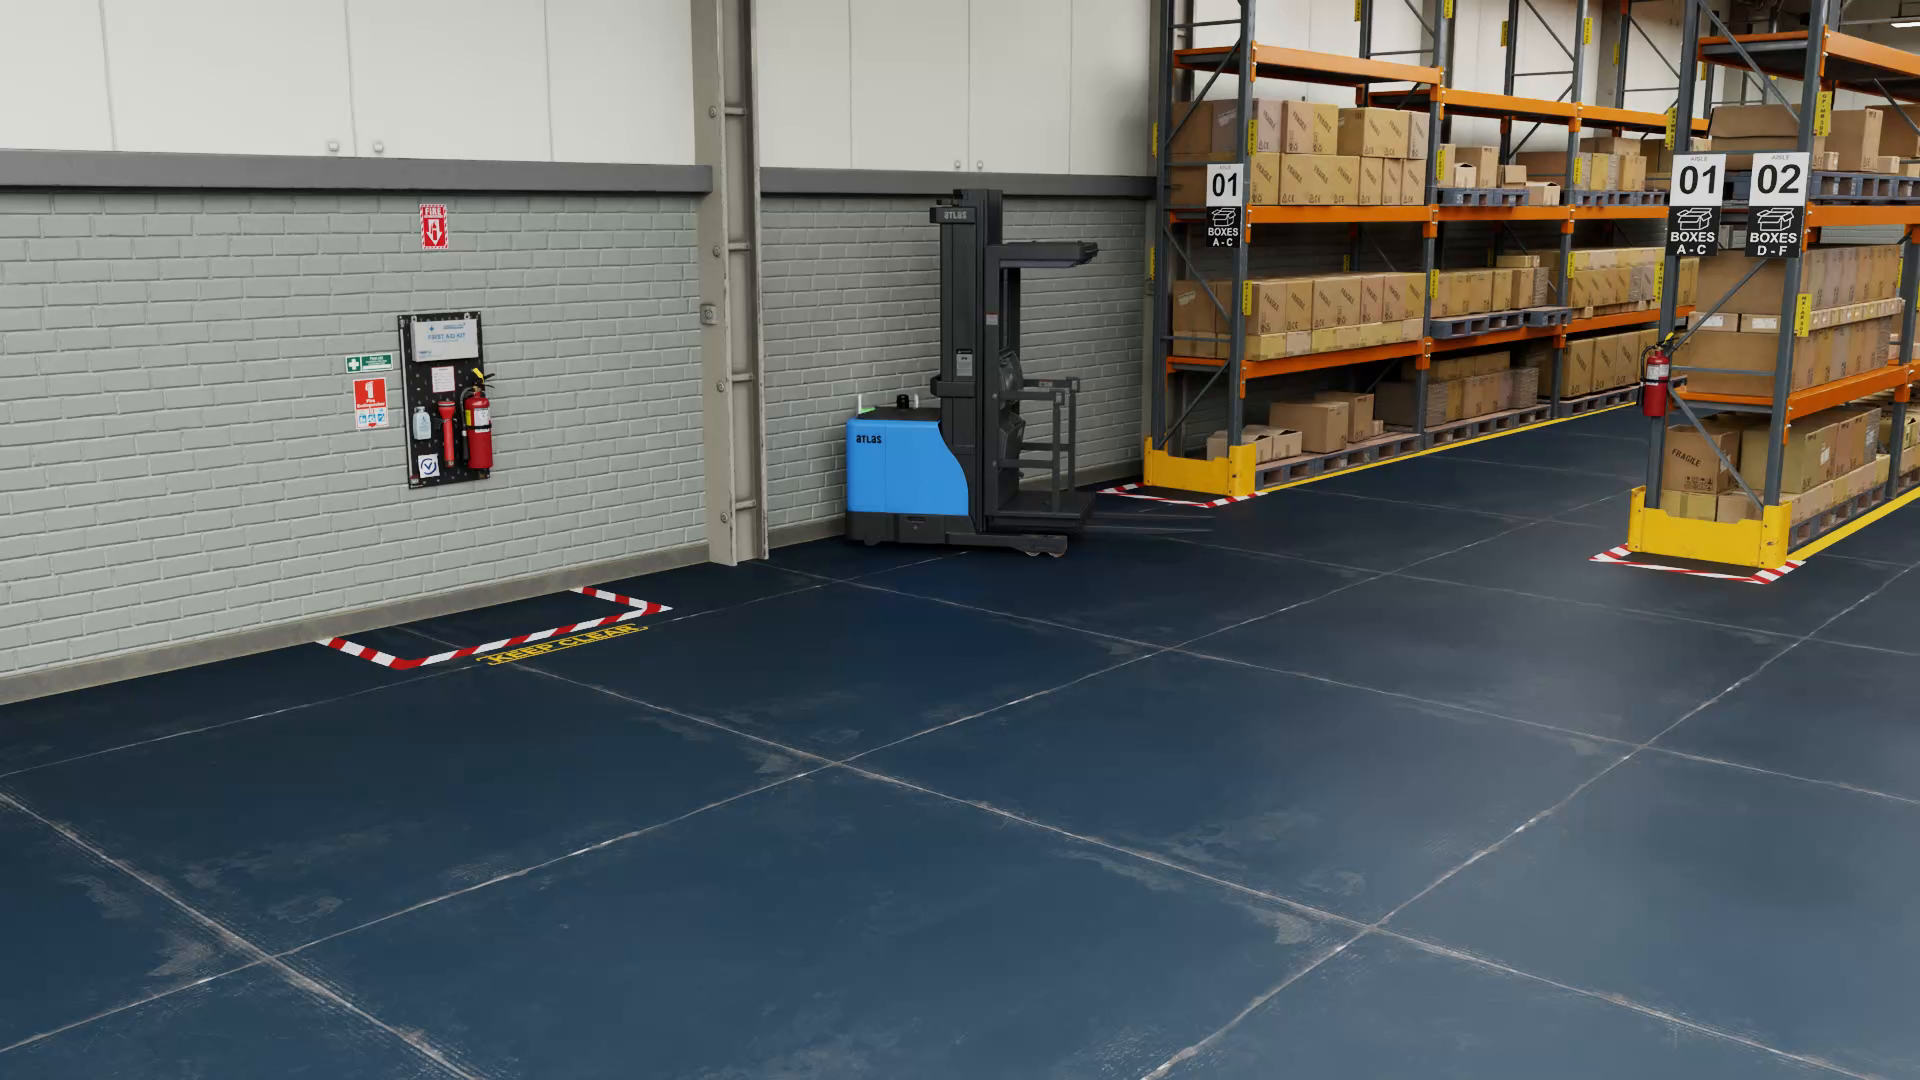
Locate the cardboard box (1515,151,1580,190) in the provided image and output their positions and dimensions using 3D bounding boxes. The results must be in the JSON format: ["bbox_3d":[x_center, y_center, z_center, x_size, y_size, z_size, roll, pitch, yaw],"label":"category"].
[{"bbox_3d":[7.910,-4.971,22.406,0.700,0.500,0.500,8,14,36],"label":"cardboard box"}]

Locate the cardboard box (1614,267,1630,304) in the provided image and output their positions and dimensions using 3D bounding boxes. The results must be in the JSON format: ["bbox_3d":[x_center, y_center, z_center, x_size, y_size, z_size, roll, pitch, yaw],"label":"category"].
[{"bbox_3d":[9.171,-3.628,23.650,0.500,0.500,0.500,10,15,42],"label":"cardboard box"}]

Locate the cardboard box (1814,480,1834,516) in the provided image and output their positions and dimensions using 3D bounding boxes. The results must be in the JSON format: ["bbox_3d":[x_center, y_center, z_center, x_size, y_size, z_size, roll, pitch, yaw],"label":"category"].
[{"bbox_3d":[7.260,-0.397,14.486,0.500,0.250,0.500,10,15,40],"label":"cardboard box"}]

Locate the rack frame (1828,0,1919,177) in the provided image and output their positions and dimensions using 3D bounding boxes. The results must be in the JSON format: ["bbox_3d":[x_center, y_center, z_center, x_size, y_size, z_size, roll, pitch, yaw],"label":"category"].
[{"bbox_3d":[8.722,-4.872,15.627,1.000,3.000,0.127,10,15,40],"label":"rack frame"}]

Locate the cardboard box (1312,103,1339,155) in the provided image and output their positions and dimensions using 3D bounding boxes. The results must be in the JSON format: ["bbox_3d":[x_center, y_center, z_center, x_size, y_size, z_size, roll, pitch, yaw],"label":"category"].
[{"bbox_3d":[3.494,-4.171,16.917,0.500,0.500,0.500,10,15,42],"label":"cardboard box"}]

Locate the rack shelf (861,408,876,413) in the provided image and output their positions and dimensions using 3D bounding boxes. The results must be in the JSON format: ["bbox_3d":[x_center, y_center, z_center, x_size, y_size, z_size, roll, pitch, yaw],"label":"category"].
[{"bbox_3d":[-0.621,-1.068,14.346,0.480,0.148,0.258,-1,7,-6],"label":"rack shelf"}]

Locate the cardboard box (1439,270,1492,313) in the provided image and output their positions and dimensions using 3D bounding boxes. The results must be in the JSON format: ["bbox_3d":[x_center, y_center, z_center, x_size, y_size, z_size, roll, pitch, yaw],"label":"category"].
[{"bbox_3d":[6.145,-3.087,20.631,0.500,0.500,0.700,-10,15,-40],"label":"cardboard box"}]

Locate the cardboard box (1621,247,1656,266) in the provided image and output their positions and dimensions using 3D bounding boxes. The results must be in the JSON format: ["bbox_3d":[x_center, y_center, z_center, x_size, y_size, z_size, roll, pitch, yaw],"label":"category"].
[{"bbox_3d":[9.818,-4.143,24.317,0.500,0.250,0.500,10,15,42],"label":"cardboard box"}]

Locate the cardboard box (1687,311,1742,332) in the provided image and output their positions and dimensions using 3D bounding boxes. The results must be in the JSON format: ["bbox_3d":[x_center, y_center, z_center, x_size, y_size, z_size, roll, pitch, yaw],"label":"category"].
[{"bbox_3d":[6.190,-1.789,13.600,0.380,0.149,0.250,9,15,39],"label":"cardboard box"}]

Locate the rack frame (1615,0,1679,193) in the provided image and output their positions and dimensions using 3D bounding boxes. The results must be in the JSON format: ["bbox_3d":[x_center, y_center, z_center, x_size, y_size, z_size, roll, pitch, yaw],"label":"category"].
[{"bbox_3d":[10.279,-6.689,24.724,1.000,3.000,0.127,10,15,40],"label":"rack frame"}]

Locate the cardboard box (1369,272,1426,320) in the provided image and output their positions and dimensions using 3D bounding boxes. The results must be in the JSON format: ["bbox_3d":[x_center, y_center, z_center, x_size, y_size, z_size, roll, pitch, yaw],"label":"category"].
[{"bbox_3d":[4.919,-2.764,18.810,0.500,0.500,0.500,10,15,40],"label":"cardboard box"}]

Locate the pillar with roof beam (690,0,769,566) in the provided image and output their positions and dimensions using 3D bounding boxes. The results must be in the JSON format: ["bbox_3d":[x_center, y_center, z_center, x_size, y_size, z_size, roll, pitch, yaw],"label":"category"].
[{"bbox_3d":[1.443,-3.699,9.754,9.100,9.000,0.400,10,15,40],"label":"pillar with roof beam"}]

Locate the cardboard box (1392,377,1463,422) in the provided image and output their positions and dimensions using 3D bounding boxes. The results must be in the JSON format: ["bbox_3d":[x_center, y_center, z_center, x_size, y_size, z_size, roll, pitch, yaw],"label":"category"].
[{"bbox_3d":[5.775,-1.753,20.587,0.700,0.500,0.500,9,15,39],"label":"cardboard box"}]

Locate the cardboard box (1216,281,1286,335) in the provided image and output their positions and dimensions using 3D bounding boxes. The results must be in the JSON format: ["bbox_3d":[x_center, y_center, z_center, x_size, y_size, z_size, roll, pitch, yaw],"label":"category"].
[{"bbox_3d":[2.899,-2.317,16.569,0.500,0.500,0.500,10,15,40],"label":"cardboard box"}]

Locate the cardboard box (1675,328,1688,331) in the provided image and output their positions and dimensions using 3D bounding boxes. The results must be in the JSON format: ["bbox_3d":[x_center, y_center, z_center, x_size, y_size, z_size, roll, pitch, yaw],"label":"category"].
[{"bbox_3d":[11.629,-3.375,27.104,0.380,0.149,0.250,10,15,41],"label":"cardboard box"}]

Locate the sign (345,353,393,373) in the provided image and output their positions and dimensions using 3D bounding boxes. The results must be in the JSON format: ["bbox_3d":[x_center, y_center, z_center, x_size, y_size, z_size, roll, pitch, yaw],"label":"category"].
[{"bbox_3d":[-3.883,-1.164,10.934,0.001,0.109,0.331,10,15,40],"label":"sign"}]

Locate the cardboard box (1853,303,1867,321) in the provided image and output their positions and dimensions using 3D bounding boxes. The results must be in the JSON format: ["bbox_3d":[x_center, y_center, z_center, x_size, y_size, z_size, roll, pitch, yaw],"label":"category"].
[{"bbox_3d":[7.864,-2.043,14.868,0.380,0.149,0.250,10,15,42],"label":"cardboard box"}]

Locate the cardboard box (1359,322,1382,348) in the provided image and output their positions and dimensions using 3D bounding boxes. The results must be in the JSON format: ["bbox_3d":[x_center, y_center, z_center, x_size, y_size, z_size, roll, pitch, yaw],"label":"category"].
[{"bbox_3d":[4.258,-2.249,18.144,0.500,0.250,0.500,10,15,40],"label":"cardboard box"}]

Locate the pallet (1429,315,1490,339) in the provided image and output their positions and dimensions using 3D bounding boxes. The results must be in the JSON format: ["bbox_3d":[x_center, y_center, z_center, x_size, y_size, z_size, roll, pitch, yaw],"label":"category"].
[{"bbox_3d":[5.612,-2.569,19.906,1.003,0.211,1.213,10,15,40],"label":"pallet"}]

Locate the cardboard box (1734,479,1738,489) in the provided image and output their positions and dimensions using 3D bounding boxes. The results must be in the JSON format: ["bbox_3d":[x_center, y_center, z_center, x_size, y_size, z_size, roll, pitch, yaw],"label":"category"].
[{"bbox_3d":[6.534,-0.391,14.459,0.500,0.250,0.500,10,15,40],"label":"cardboard box"}]

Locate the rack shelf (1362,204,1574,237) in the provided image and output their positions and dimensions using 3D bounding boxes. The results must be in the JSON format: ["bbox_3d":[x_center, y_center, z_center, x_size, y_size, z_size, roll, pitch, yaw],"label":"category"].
[{"bbox_3d":[6.318,-3.982,20.669,1.077,0.370,4.000,10,15,40],"label":"rack shelf"}]

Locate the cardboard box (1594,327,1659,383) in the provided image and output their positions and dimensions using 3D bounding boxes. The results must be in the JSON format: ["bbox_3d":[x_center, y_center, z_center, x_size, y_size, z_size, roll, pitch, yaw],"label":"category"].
[{"bbox_3d":[9.948,-2.786,24.918,0.750,0.750,0.750,10,15,41],"label":"cardboard box"}]

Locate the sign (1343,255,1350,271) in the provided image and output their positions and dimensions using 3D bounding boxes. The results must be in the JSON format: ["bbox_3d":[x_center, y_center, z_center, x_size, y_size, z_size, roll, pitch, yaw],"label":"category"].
[{"bbox_3d":[4.579,-3.209,19.662,0.100,0.325,0.005,10,15,40],"label":"sign"}]

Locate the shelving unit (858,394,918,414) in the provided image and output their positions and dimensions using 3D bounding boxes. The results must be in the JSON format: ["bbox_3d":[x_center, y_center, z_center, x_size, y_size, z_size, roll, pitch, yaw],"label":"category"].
[{"bbox_3d":[-0.622,-0.655,14.398,0.503,1.200,0.258,-1,7,-6],"label":"shelving unit"}]

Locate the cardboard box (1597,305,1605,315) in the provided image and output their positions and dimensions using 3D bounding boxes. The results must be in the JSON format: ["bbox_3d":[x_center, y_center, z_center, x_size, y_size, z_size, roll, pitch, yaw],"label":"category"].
[{"bbox_3d":[8.858,-3.256,23.446,0.380,0.149,0.250,10,15,41],"label":"cardboard box"}]

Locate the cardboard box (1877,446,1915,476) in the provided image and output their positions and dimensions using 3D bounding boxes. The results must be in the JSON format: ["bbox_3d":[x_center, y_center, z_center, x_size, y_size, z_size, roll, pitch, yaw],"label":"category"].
[{"bbox_3d":[9.174,-0.815,16.580,0.500,0.250,0.500,9,15,39],"label":"cardboard box"}]

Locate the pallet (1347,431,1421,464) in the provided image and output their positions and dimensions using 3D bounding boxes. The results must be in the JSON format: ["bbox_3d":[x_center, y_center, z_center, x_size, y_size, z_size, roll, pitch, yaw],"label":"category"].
[{"bbox_3d":[4.582,-1.099,19.174,1.003,0.211,1.213,10,15,40],"label":"pallet"}]

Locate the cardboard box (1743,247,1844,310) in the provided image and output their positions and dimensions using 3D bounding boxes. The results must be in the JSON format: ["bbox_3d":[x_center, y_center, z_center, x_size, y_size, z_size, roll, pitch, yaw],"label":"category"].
[{"bbox_3d":[7.109,-2.254,14.269,0.700,0.500,0.500,10,15,41],"label":"cardboard box"}]

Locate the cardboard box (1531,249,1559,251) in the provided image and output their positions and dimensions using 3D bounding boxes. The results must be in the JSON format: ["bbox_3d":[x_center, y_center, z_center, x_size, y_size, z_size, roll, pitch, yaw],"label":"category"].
[{"bbox_3d":[8.088,-3.907,23.132,0.500,0.250,0.500,9,14,39],"label":"cardboard box"}]

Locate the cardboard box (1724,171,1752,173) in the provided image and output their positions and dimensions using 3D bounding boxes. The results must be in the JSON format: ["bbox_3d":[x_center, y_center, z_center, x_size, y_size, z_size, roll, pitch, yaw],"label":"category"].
[{"bbox_3d":[6.643,-3.217,13.953,0.500,0.250,0.500,10,15,40],"label":"cardboard box"}]

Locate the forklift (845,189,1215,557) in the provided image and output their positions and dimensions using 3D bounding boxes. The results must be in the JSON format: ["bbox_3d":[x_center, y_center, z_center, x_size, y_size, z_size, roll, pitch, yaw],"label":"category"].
[{"bbox_3d":[0.611,-1.414,13.806,3.031,2.935,1.130,2,12,11],"label":"forklift"}]

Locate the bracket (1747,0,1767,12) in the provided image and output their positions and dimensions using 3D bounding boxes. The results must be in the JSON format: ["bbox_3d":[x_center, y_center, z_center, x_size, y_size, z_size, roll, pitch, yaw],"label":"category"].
[{"bbox_3d":[14.045,-9.444,29.331,0.235,0.232,0.430,10,15,40],"label":"bracket"}]

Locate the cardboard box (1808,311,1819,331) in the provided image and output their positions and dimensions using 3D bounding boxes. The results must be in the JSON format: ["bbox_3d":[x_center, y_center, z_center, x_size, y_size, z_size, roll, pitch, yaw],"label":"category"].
[{"bbox_3d":[6.840,-1.814,13.724,0.380,0.149,0.250,10,15,41],"label":"cardboard box"}]

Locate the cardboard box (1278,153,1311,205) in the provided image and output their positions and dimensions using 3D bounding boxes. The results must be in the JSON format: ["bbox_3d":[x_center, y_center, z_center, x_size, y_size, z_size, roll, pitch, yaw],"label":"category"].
[{"bbox_3d":[3.148,-3.602,16.624,0.500,0.500,0.500,-11,16,-44],"label":"cardboard box"}]

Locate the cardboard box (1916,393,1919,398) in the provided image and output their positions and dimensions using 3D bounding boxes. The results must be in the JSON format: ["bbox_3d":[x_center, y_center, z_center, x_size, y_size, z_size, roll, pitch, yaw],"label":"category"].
[{"bbox_3d":[10.863,-1.465,18.402,0.500,0.311,0.500,9,15,39],"label":"cardboard box"}]

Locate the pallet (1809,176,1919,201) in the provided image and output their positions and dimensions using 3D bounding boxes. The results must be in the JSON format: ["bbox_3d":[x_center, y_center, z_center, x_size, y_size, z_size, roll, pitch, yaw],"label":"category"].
[{"bbox_3d":[8.178,-3.228,15.285,1.003,0.211,1.213,10,15,40],"label":"pallet"}]

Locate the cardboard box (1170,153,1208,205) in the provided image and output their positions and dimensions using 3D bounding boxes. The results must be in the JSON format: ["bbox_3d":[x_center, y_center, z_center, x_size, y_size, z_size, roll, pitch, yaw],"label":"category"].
[{"bbox_3d":[2.443,-3.605,16.638,0.500,0.500,0.500,-11,16,-43],"label":"cardboard box"}]

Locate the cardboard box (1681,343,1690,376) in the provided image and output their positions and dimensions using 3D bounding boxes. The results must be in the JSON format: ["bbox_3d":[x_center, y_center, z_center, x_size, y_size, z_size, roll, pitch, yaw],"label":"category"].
[{"bbox_3d":[11.184,-2.897,26.368,0.700,0.500,0.500,10,15,40],"label":"cardboard box"}]

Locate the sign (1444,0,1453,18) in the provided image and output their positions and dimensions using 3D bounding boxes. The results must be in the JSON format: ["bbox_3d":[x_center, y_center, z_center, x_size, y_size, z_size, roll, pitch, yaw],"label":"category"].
[{"bbox_3d":[5.394,-5.936,18.367,0.100,0.325,0.005,10,15,40],"label":"sign"}]

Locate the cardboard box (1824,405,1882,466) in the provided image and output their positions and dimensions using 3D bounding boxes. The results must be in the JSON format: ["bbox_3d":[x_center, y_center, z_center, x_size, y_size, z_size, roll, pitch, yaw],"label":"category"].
[{"bbox_3d":[8.241,-0.987,15.526,0.500,0.500,0.500,10,15,40],"label":"cardboard box"}]

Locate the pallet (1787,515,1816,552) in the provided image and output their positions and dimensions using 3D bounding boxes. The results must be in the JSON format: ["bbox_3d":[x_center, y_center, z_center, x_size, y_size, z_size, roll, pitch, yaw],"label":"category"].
[{"bbox_3d":[6.555,-0.092,14.132,1.003,0.211,1.213,10,15,40],"label":"pallet"}]

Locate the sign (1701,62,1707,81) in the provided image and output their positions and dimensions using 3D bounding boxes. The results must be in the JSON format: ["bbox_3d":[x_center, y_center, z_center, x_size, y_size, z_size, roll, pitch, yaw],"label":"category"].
[{"bbox_3d":[12.507,-7.886,27.927,0.100,0.325,0.005,10,15,40],"label":"sign"}]

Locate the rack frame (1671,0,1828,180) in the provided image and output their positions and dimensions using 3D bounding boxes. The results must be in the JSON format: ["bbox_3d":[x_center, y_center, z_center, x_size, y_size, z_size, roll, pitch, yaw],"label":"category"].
[{"bbox_3d":[6.081,-4.283,12.681,1.000,3.000,0.127,10,15,40],"label":"rack frame"}]

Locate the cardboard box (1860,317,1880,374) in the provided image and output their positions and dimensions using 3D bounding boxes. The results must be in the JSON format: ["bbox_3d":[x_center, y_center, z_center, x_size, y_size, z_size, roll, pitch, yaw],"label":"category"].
[{"bbox_3d":[8.090,-1.834,15.481,0.700,0.500,0.500,10,15,40],"label":"cardboard box"}]

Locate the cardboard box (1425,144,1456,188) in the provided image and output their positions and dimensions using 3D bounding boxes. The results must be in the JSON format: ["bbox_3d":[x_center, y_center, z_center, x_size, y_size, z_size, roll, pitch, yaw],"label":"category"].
[{"bbox_3d":[5.419,-4.366,19.425,0.500,0.500,0.500,-9,15,-39],"label":"cardboard box"}]

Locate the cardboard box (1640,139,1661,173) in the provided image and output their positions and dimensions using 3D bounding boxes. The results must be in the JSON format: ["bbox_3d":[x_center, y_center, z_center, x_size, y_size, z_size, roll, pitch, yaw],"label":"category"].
[{"bbox_3d":[10.565,-5.900,25.574,0.500,0.500,0.500,10,15,40],"label":"cardboard box"}]

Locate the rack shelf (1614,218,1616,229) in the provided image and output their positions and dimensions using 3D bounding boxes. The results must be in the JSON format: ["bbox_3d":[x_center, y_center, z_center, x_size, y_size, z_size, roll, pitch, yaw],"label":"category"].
[{"bbox_3d":[11.599,-5.159,26.562,1.077,0.370,4.000,10,15,40],"label":"rack shelf"}]

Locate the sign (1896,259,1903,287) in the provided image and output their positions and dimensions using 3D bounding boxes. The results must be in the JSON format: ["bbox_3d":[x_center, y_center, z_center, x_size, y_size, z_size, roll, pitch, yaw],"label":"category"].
[{"bbox_3d":[10.948,-3.116,19.400,0.100,0.325,0.005,10,15,40],"label":"sign"}]

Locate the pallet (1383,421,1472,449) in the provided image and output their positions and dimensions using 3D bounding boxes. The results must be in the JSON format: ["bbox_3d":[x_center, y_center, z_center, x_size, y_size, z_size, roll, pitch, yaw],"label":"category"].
[{"bbox_3d":[5.511,-1.317,20.266,1.003,0.211,1.213,10,15,40],"label":"pallet"}]

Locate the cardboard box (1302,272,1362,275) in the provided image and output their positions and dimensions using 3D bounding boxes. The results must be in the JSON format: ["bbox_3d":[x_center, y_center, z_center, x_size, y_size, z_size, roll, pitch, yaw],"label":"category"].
[{"bbox_3d":[4.187,-2.756,18.768,0.500,0.500,0.500,10,15,40],"label":"cardboard box"}]

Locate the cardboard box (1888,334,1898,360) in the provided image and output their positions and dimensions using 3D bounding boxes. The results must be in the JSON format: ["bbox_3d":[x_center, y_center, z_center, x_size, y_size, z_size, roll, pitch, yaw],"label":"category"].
[{"bbox_3d":[9.014,-1.934,16.620,0.500,0.250,0.500,11,16,44],"label":"cardboard box"}]

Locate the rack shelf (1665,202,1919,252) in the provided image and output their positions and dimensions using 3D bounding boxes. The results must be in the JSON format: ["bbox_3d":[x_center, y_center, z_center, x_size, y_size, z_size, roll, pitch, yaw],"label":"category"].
[{"bbox_3d":[7.402,-2.754,14.518,1.077,0.370,4.000,10,15,40],"label":"rack shelf"}]

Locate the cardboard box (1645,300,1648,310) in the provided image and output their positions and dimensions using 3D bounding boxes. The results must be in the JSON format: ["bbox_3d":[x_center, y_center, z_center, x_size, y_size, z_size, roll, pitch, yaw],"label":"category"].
[{"bbox_3d":[9.915,-3.475,24.539,0.380,0.149,0.250,10,15,42],"label":"cardboard box"}]
